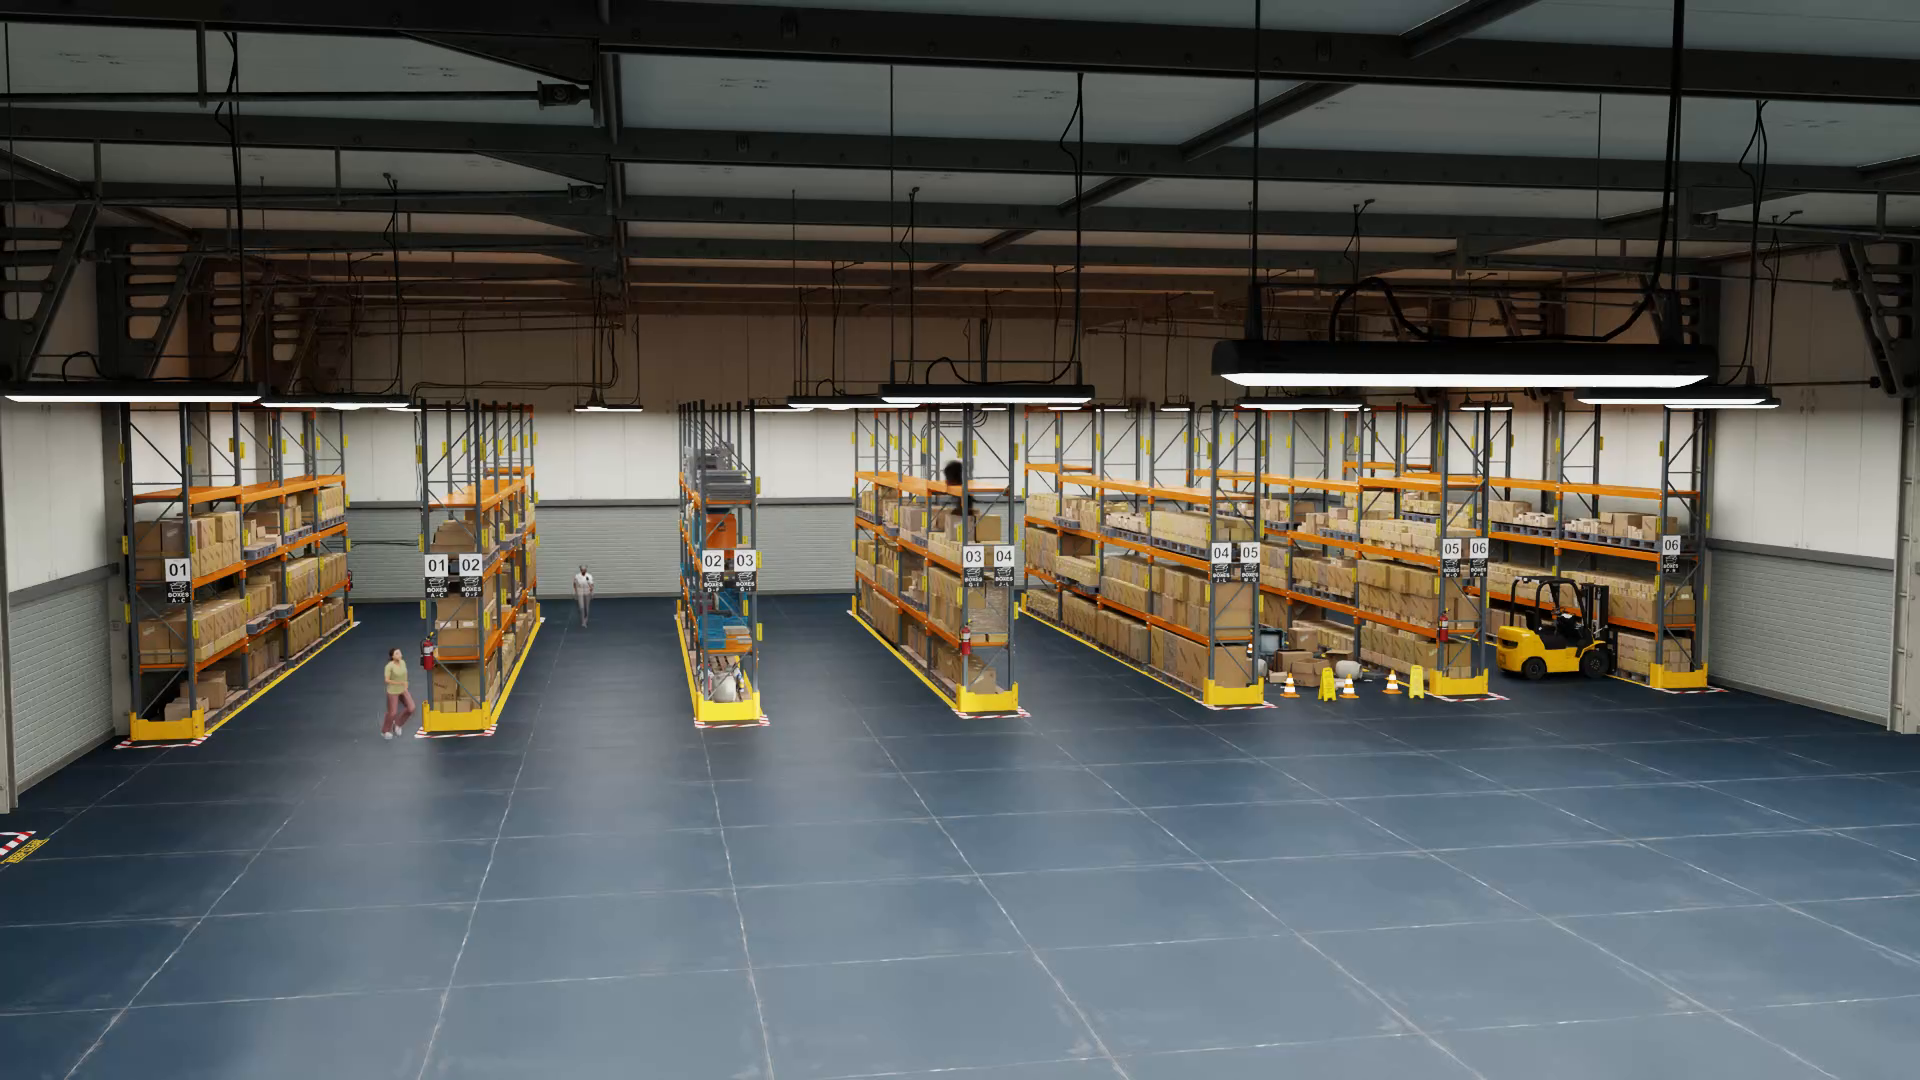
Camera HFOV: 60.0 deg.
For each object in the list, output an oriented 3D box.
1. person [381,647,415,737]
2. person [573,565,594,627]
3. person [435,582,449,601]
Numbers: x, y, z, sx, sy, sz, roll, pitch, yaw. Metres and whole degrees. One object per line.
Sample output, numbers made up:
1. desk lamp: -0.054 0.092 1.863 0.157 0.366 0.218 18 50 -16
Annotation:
1. person: -9.905 2.683 29.287 0.764 1.618 0.579 3 6 39
2. person: -10.228 1.494 45.195 0.546 1.700 0.879 -2 5 -19
3. person: -13.215 1.680 42.831 0.667 1.621 0.943 -2 5 -29
